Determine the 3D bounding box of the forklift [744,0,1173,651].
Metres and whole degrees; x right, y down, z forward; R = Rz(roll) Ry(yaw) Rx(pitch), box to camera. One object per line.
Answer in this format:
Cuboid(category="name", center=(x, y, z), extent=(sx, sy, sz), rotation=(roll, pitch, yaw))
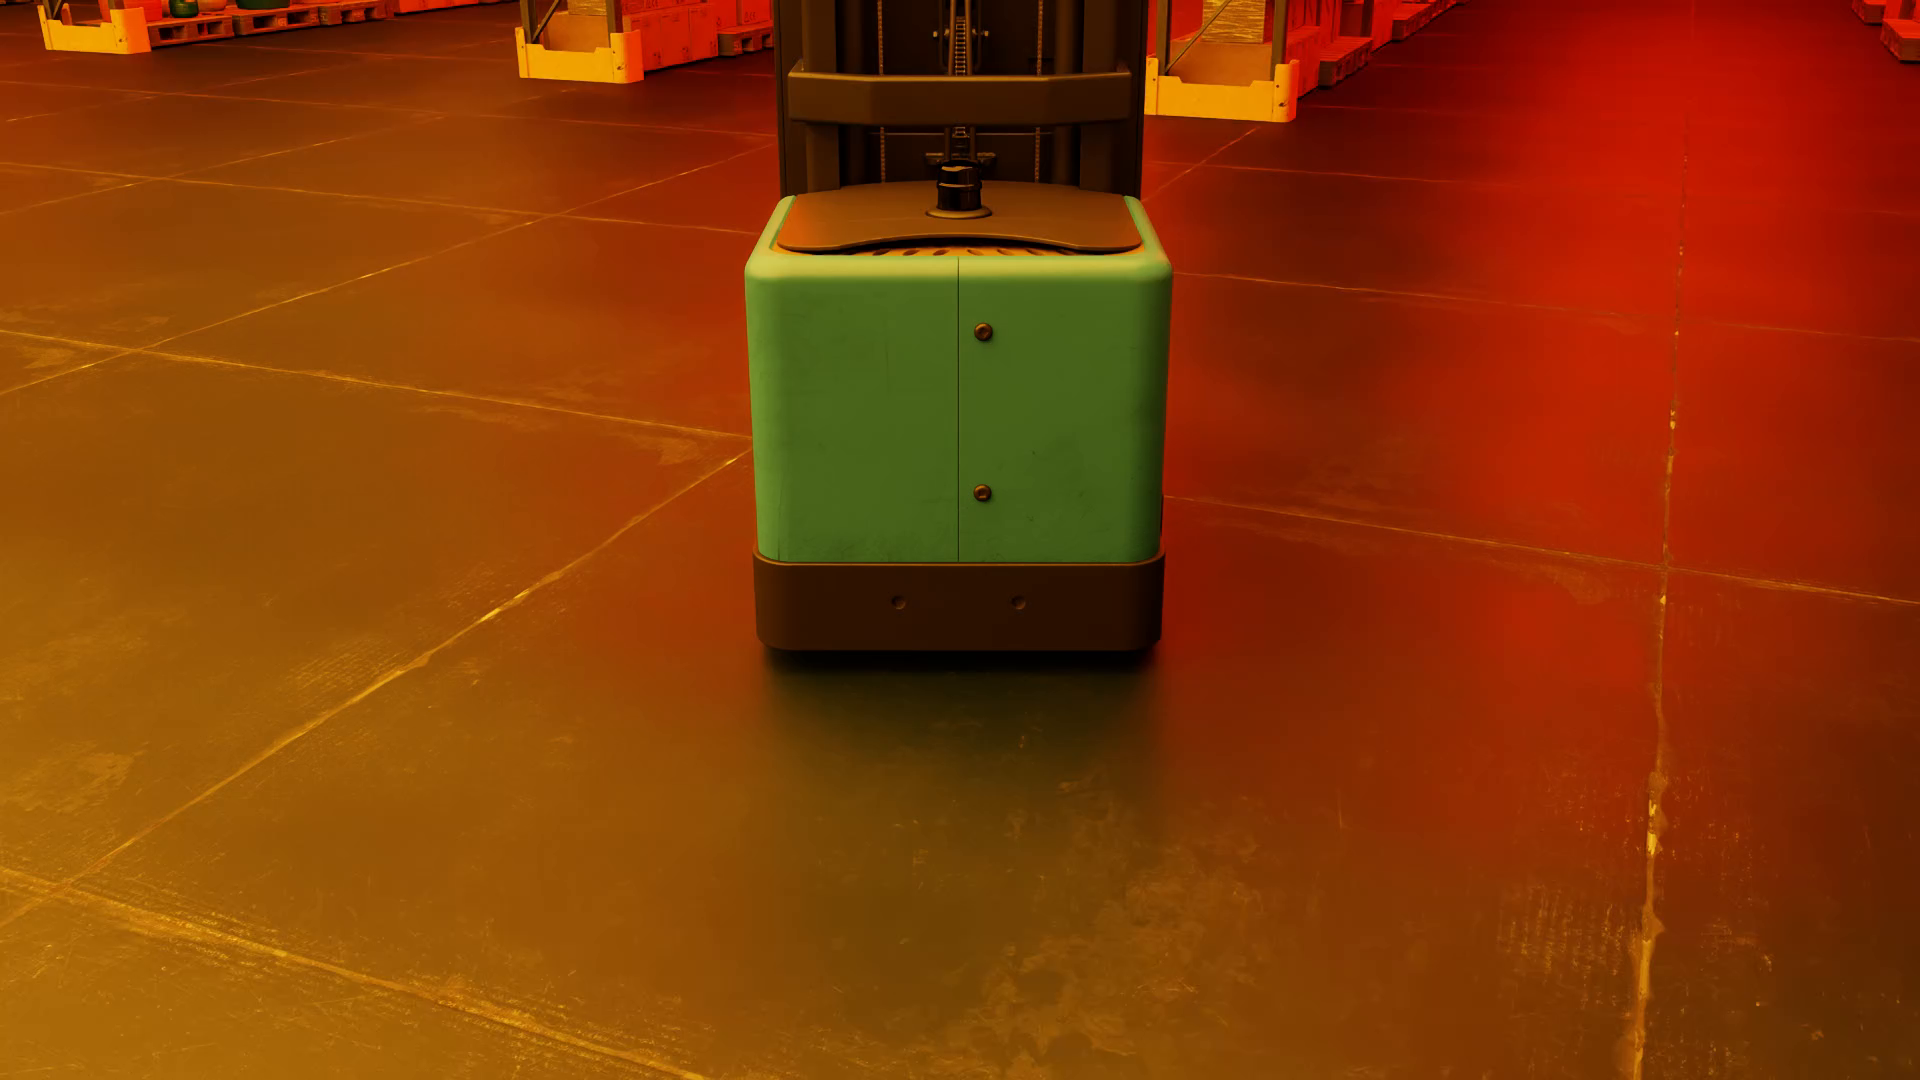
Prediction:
Cuboid(category="forklift", center=(0.002, -1.587, 5.089), extent=(1.130, 2.935, 3.031), rotation=(0, 23, 0))
